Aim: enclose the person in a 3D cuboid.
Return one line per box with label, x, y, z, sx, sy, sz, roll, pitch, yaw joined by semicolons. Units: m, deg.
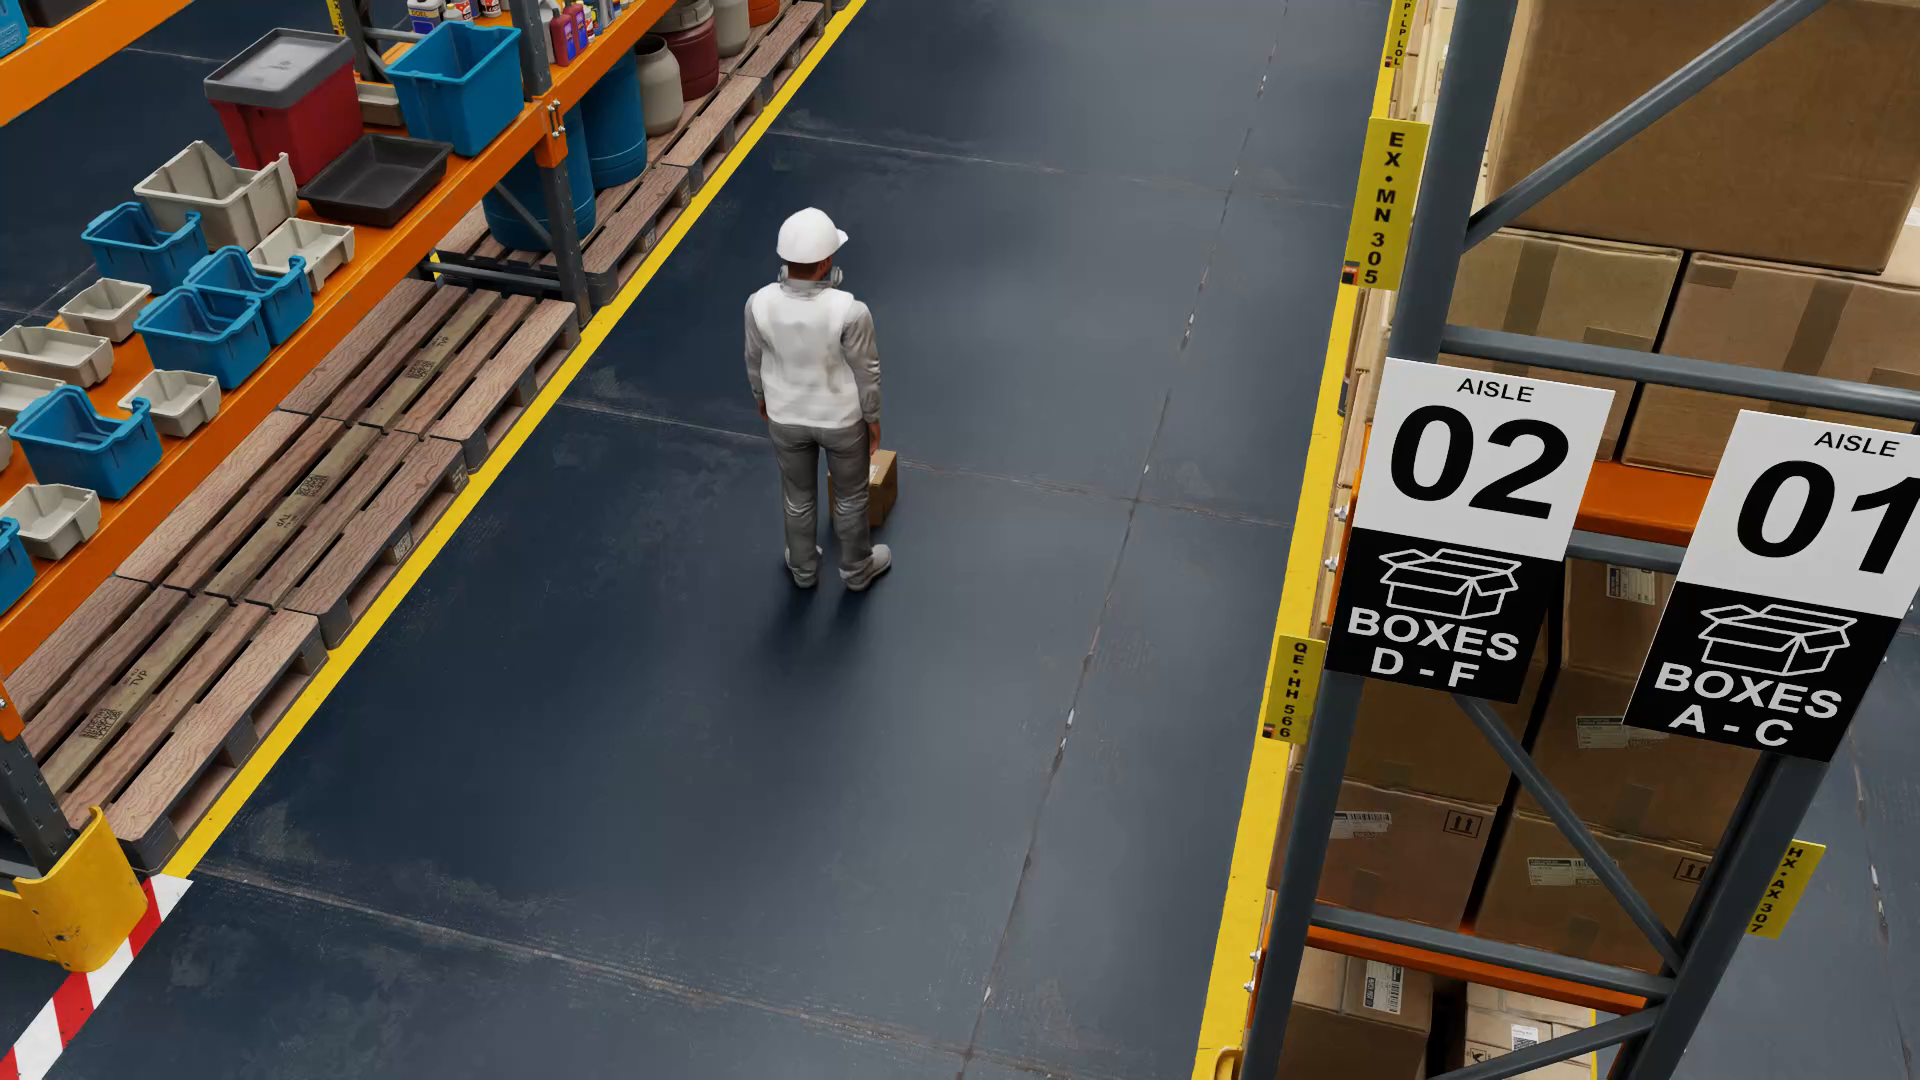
person;-0.576;-0.534;6.729;0.557;1.776;0.360;6;41;7
